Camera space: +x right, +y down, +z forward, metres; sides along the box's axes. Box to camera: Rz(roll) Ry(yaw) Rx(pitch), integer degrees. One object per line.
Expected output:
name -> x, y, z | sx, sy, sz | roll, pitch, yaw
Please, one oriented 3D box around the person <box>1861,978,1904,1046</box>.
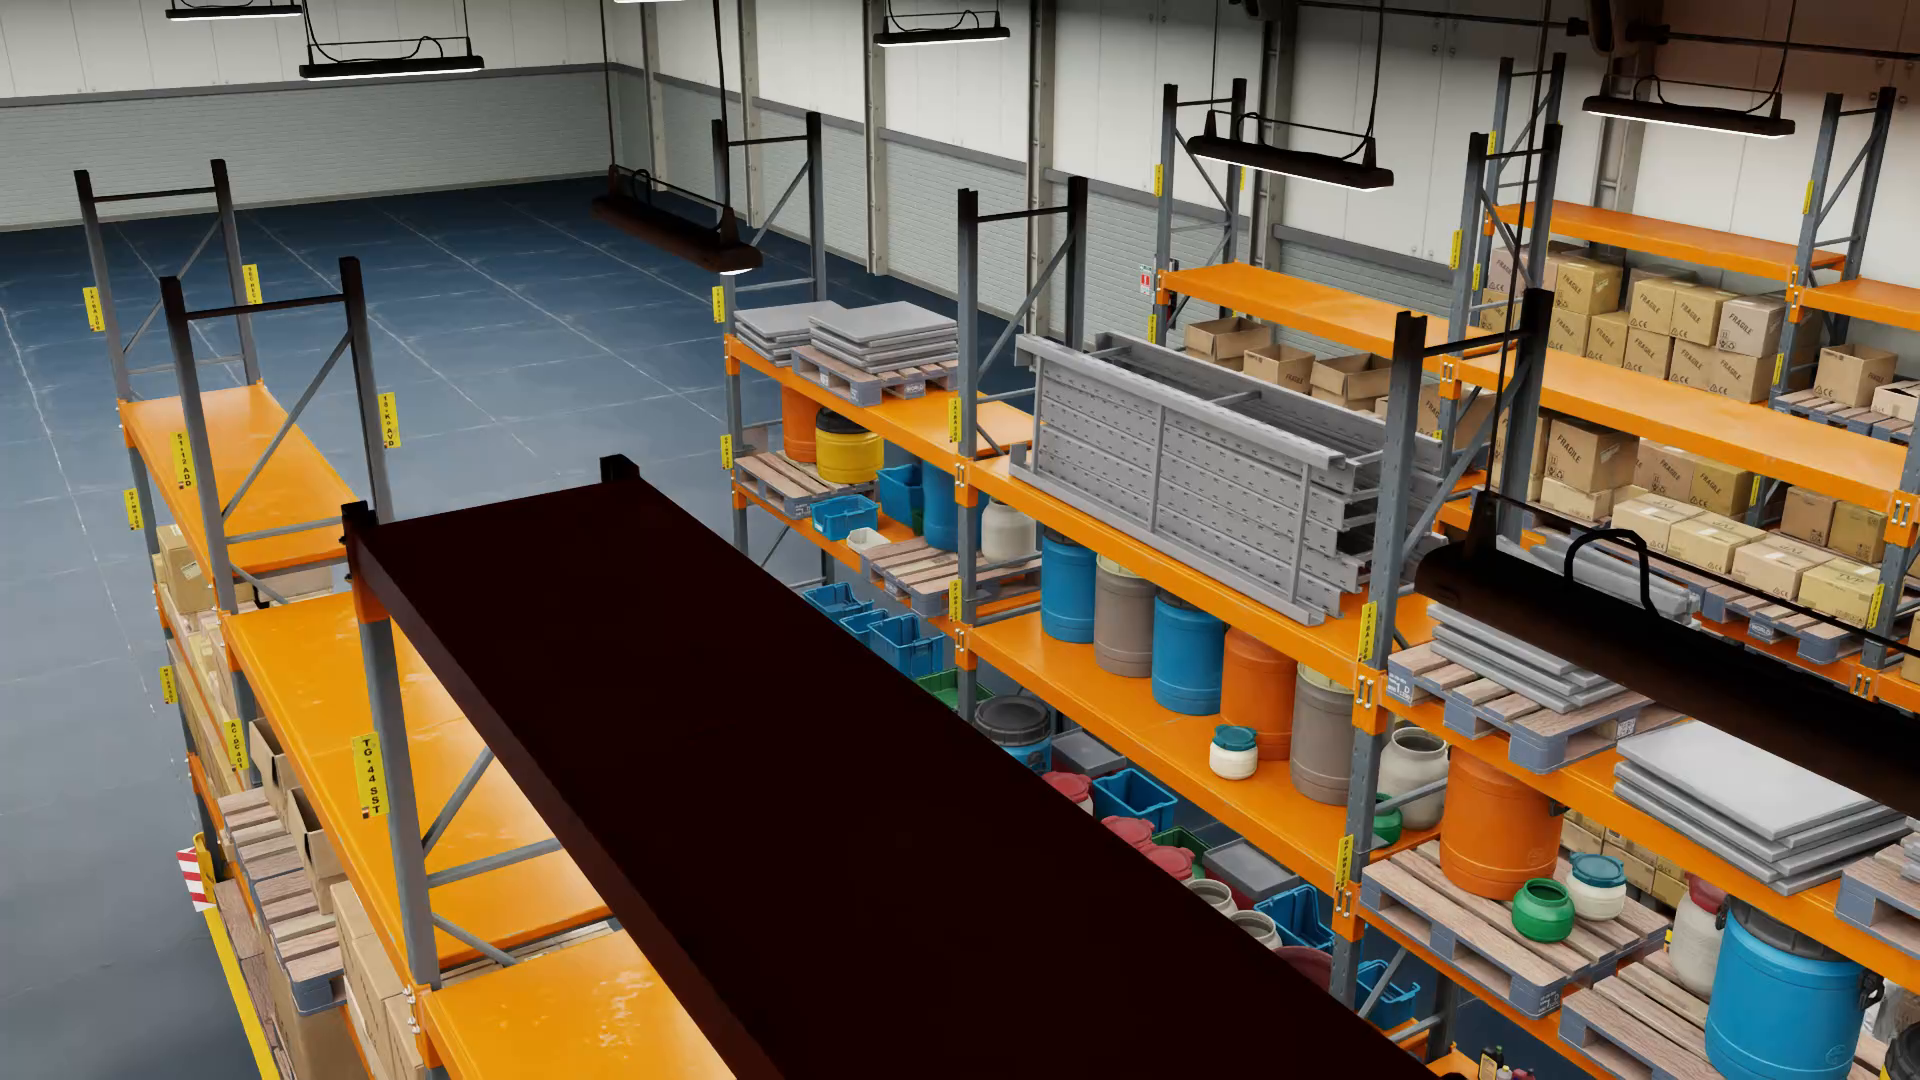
person -> 5.981, 3.332, 10.915 | 0.438, 1.588, 0.452 | -14, 26, -32
